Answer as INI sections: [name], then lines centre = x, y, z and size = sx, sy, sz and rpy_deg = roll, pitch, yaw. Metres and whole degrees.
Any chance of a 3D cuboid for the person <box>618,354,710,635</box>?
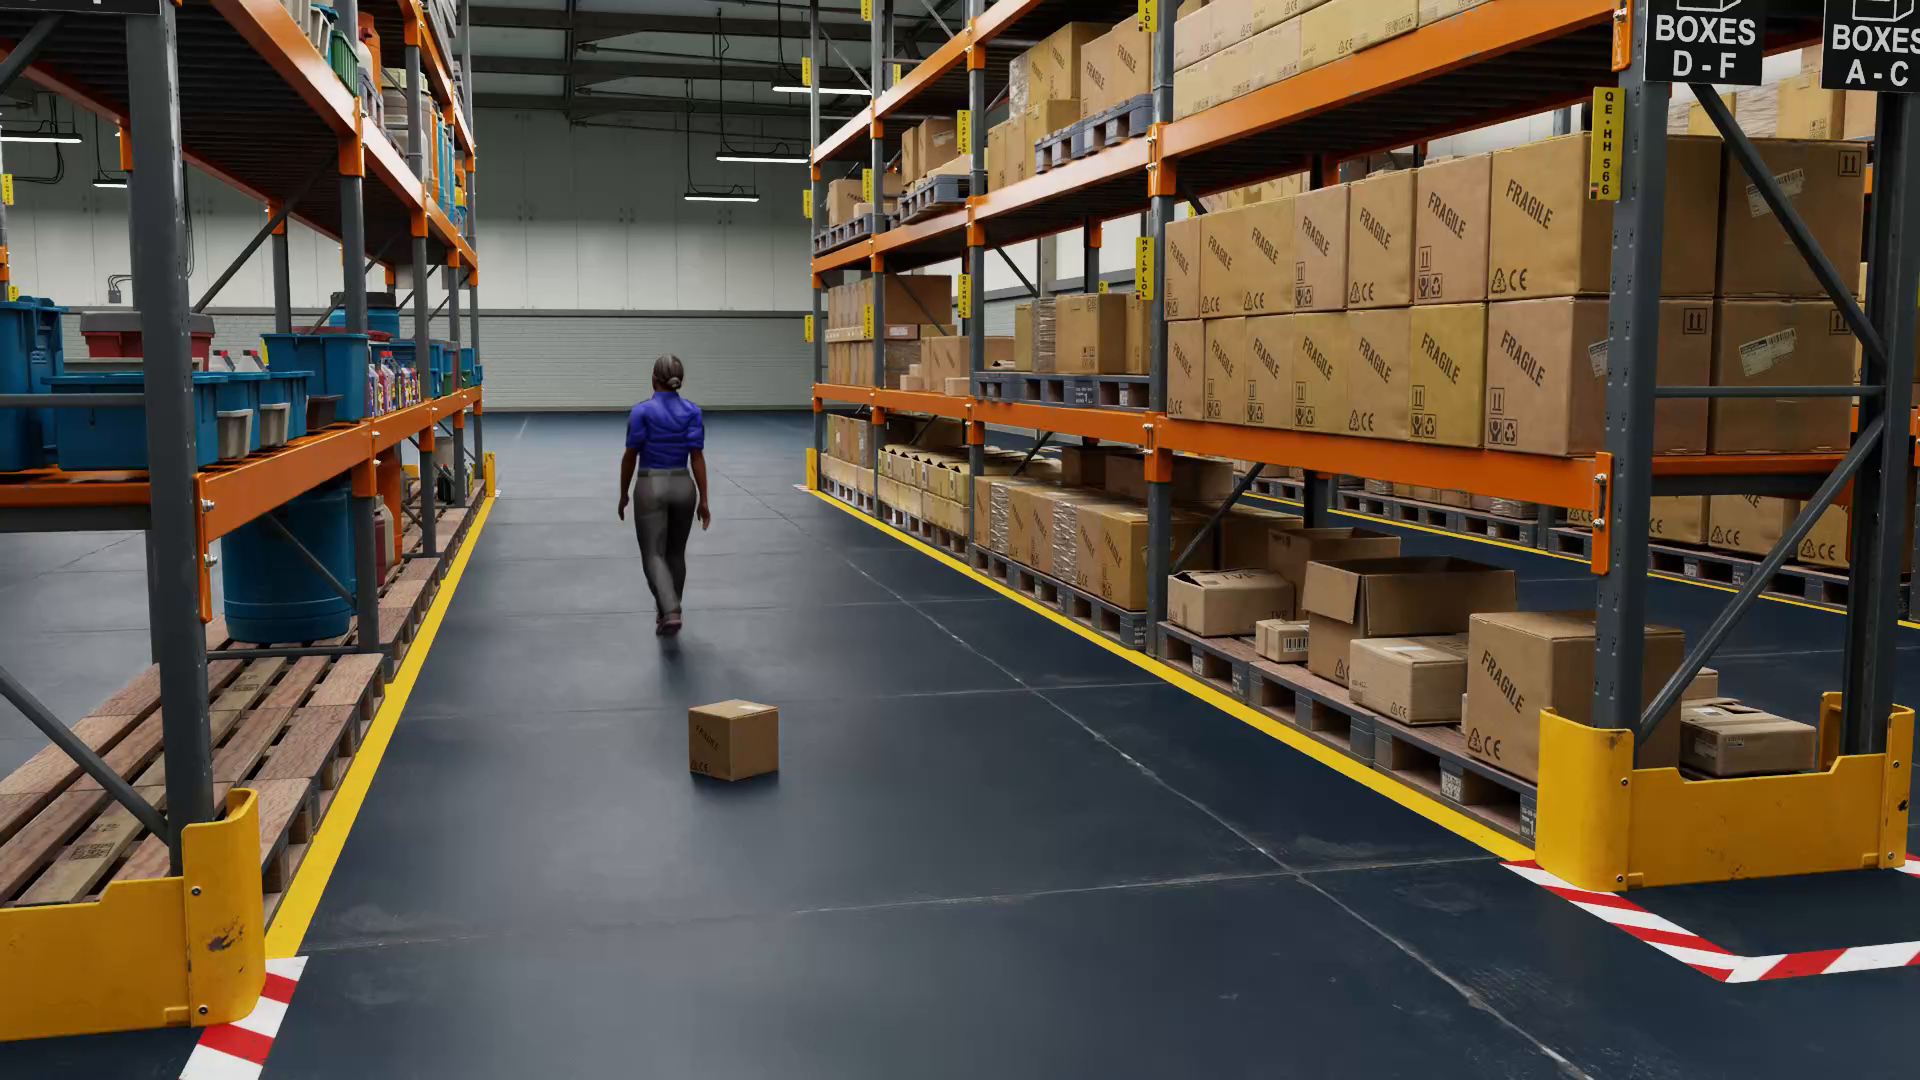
[person]
centre = -1.695, -0.244, 9.504
size = 0.470, 1.591, 0.947
rpy_deg = -3, 7, -26
